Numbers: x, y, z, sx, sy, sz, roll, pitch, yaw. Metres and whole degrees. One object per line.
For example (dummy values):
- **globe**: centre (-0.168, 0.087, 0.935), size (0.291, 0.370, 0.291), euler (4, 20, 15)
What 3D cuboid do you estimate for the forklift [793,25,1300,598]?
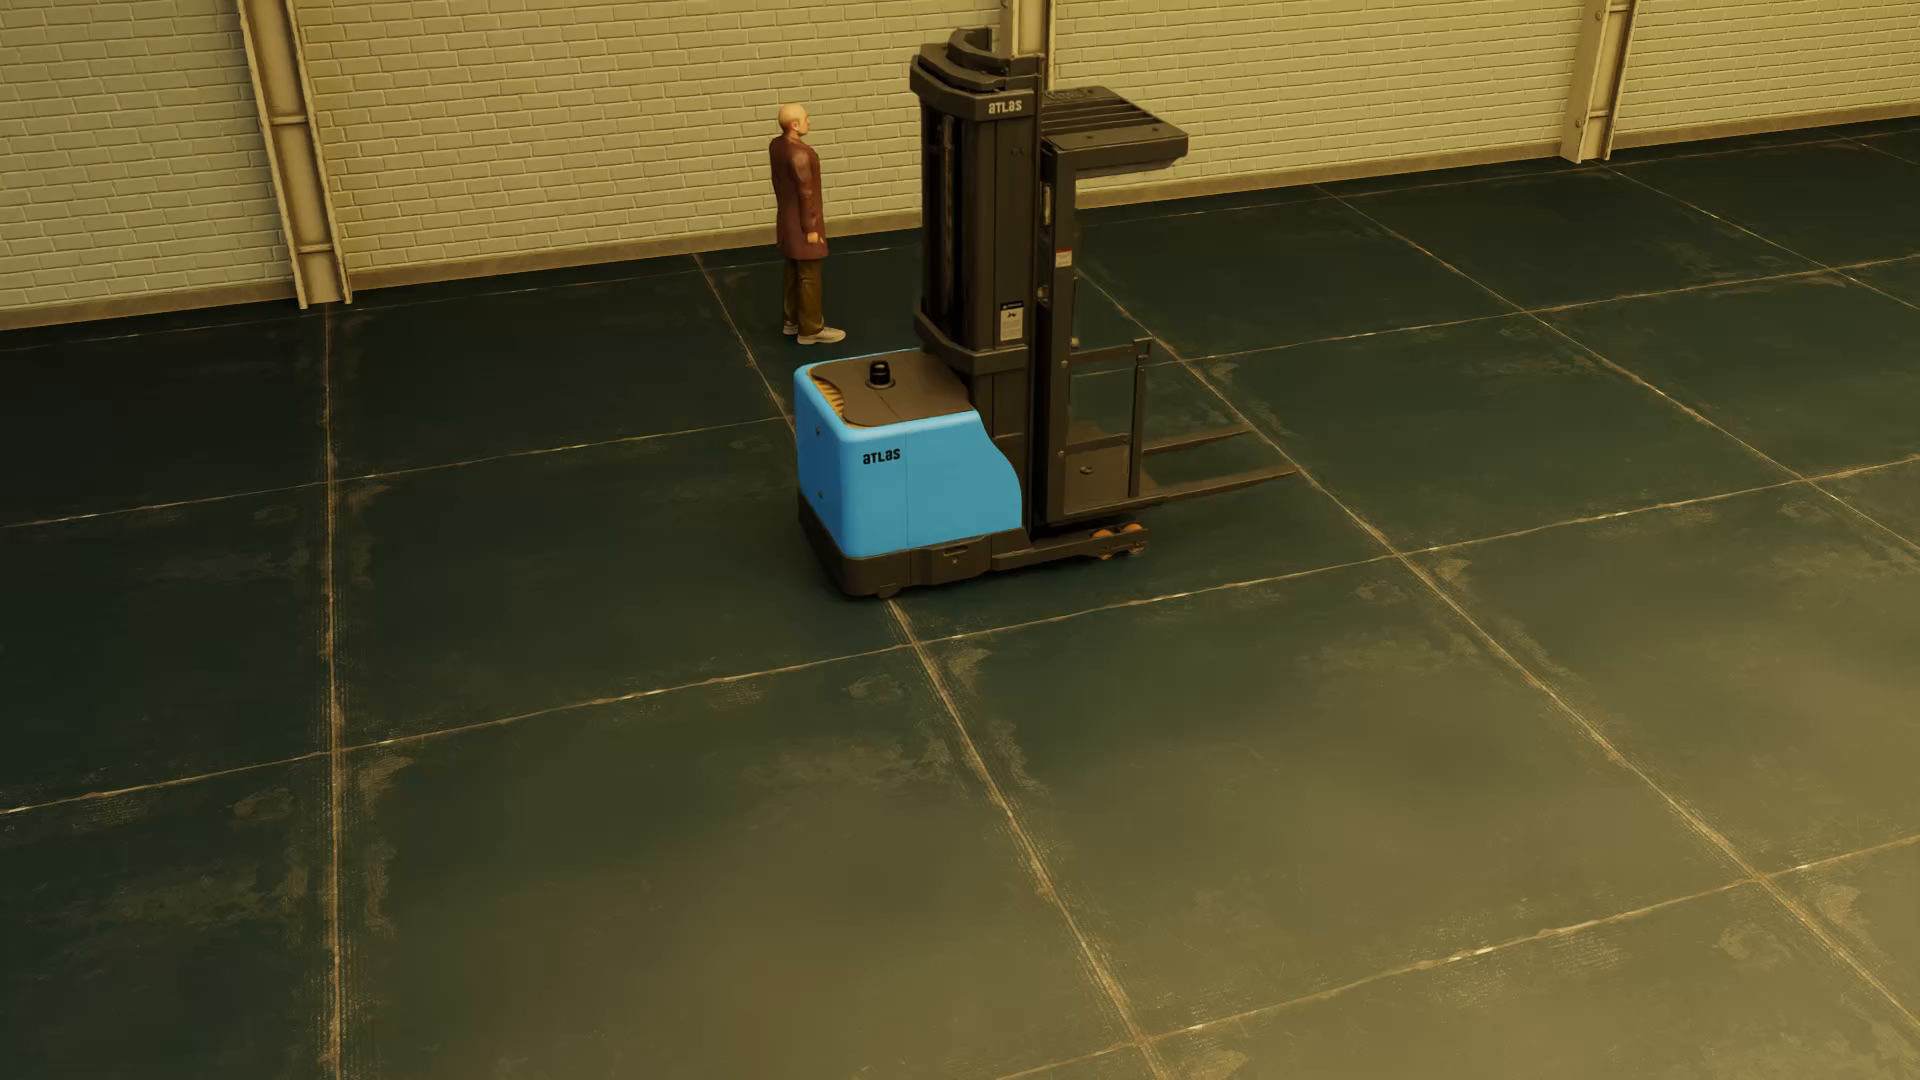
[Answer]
- **forklift**: centre (0.589, -1.395, 9.511), size (3.031, 2.935, 1.130), euler (-11, 32, -18)

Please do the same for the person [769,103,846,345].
- **person**: centre (-1.152, -2.357, 12.336), size (0.389, 1.782, 0.547), euler (-16, 34, -26)
